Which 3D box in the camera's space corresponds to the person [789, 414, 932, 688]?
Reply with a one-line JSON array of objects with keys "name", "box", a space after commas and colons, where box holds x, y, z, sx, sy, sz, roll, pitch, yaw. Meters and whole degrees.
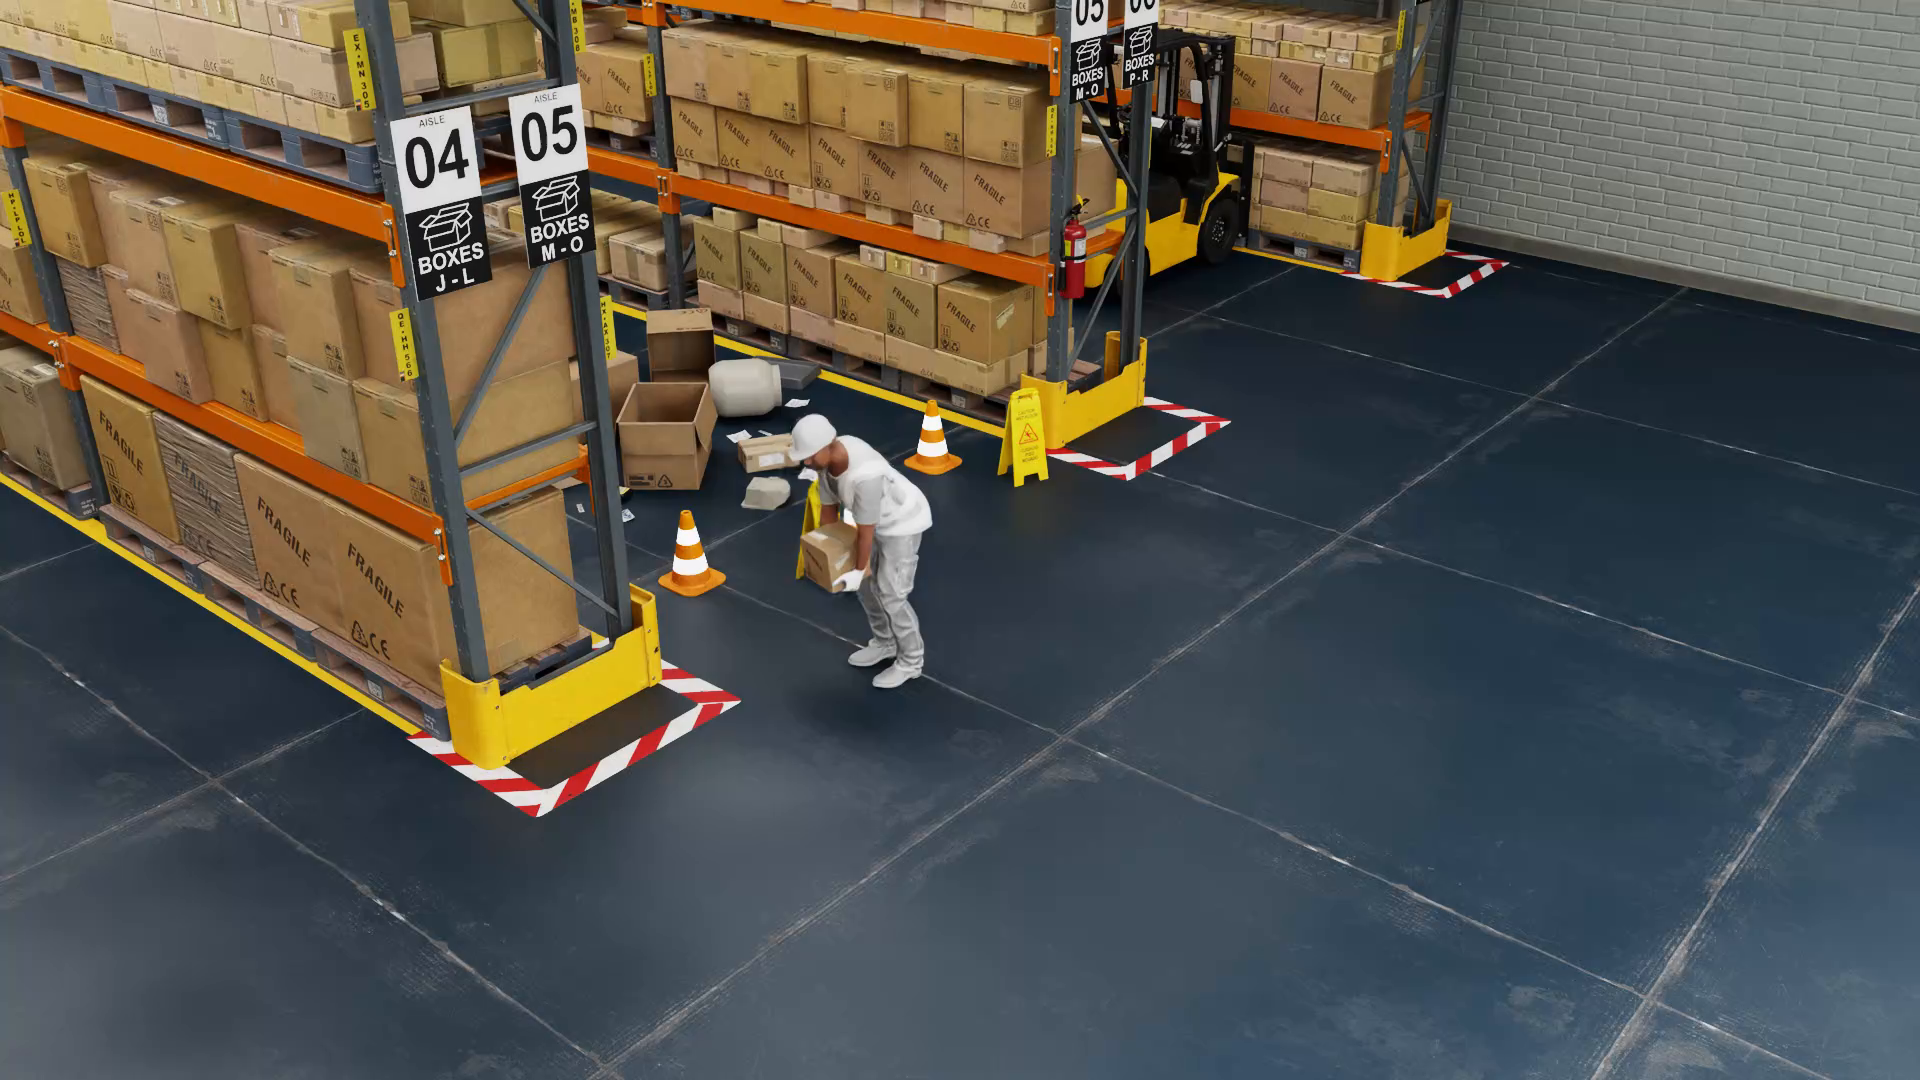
[{"name": "person", "box": [-0.523, 0.033, 8.722, 0.771, 1.608, 0.475, -17, 31, -29]}]
